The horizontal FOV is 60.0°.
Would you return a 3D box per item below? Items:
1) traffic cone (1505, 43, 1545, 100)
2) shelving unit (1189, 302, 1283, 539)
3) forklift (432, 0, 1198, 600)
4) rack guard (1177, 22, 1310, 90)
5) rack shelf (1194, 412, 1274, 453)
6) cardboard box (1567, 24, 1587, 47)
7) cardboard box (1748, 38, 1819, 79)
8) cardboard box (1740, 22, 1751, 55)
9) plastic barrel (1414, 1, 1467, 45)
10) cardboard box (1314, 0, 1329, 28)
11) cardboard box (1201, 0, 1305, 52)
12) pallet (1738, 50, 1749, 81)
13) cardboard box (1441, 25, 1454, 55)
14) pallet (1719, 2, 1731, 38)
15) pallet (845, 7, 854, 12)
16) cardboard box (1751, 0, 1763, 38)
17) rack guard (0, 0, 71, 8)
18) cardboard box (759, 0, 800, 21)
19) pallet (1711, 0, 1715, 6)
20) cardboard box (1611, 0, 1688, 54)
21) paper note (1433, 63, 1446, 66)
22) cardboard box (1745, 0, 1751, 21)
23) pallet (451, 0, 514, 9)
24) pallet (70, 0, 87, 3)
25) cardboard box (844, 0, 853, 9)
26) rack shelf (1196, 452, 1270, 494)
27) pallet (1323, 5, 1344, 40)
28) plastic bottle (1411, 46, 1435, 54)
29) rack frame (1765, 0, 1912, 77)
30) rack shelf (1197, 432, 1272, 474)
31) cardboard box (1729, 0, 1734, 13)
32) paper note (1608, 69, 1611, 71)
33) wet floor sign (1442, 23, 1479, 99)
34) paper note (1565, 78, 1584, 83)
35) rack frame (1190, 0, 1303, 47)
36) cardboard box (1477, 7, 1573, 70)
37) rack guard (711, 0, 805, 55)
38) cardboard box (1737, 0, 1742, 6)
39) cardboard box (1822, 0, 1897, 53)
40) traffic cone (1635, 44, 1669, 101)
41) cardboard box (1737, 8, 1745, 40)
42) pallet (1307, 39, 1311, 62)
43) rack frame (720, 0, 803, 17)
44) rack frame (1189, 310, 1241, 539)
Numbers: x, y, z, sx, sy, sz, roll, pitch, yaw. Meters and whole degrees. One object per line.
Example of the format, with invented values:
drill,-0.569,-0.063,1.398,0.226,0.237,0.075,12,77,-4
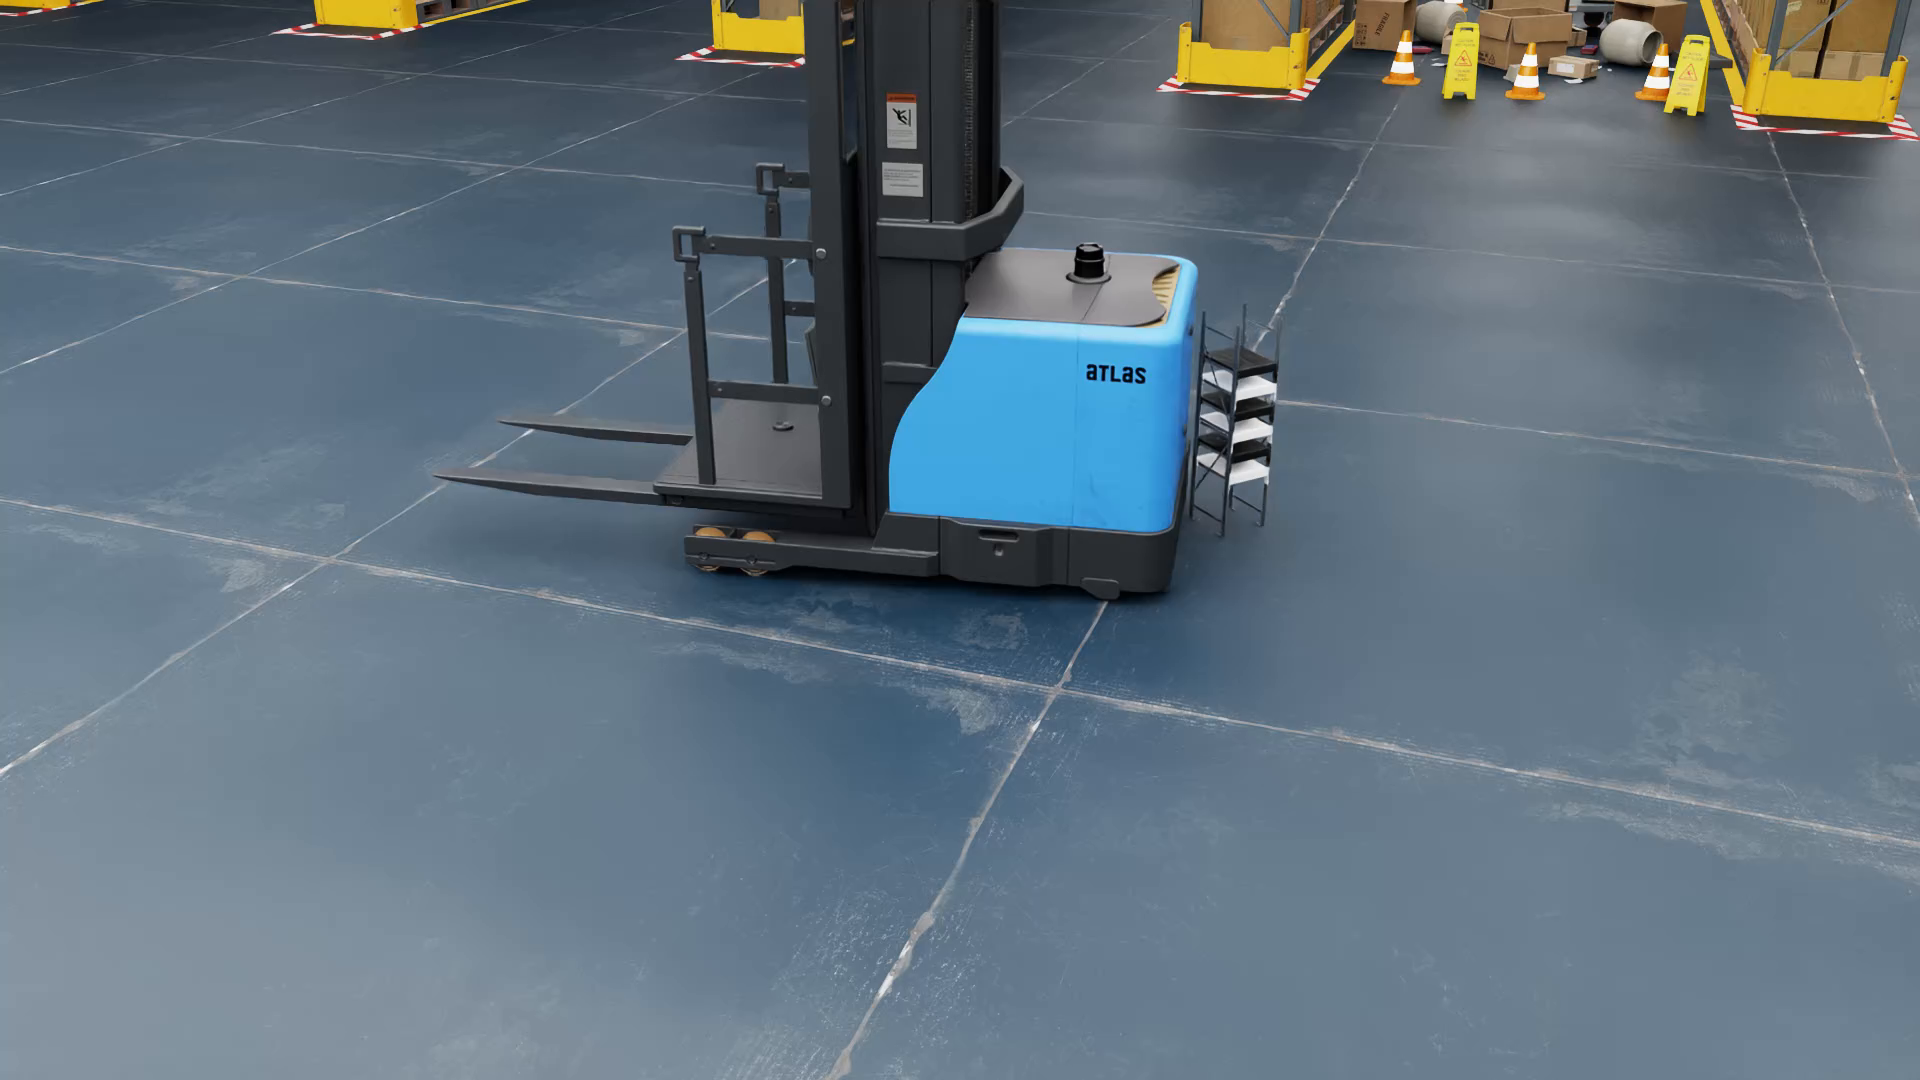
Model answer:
traffic cone,5.113,-4.226,14.947,0.336,0.463,0.334,9,27,17
shelving unit,1.105,-0.478,6.704,0.210,0.900,0.258,-14,29,-26
forklift,-0.612,-1.402,6.282,3.031,2.935,1.130,5,26,10
rack guard,2.637,-4.524,15.520,1.175,0.500,0.348,9,27,17
rack shelf,1.105,-0.448,6.719,0.200,0.077,0.258,-14,29,-26
cardboard box,6.382,-5.372,17.541,0.258,0.266,0.396,-9,27,-18
cardboard box,7.370,-4.315,14.894,0.500,0.250,0.500,9,27,17
cardboard box,7.710,-4.733,15.756,0.500,0.250,0.500,8,27,16
plastic barrel,5.045,-5.455,17.530,0.421,0.421,0.512,-14,29,-27
cardboard box,3.404,-5.916,17.483,0.875,0.875,0.875,9,27,18
cardboard box,2.808,-5.180,15.963,0.875,0.875,0.875,9,27,18
pallet,8.083,-4.587,15.982,1.003,0.211,1.213,9,27,17
cardboard box,5.141,-5.099,16.976,0.396,0.266,0.258,14,29,26
pallet,8.935,-5.692,18.263,1.003,0.211,1.213,9,27,17
pallet,-1.262,-6.024,18.950,1.003,0.211,1.213,9,27,17
cardboard box,7.537,-4.854,15.145,0.500,0.500,0.500,10,28,19
rack guard,-11.347,-6.723,20.062,1.175,0.500,0.348,9,27,17
cardboard box,-1.775,-5.738,17.545,0.500,0.500,0.500,14,29,27
pallet,9.747,-6.694,20.334,1.003,0.211,1.213,9,27,17
cardboard box,7.038,-5.260,17.036,0.500,0.500,0.500,-14,29,-27
paper note,4.754,-4.703,16.430,0.144,0.017,0.142,20,32,35
cardboard box,7.885,-5.278,16.021,0.500,0.500,0.500,10,28,20
pallet,-6.006,-6.754,20.457,1.003,0.211,1.213,9,27,17
pallet,-11.124,-6.923,20.807,1.003,0.211,1.213,9,27,17
cardboard box,-1.382,-6.243,18.589,0.500,0.500,0.500,11,28,22
rack shelf,1.105,-0.286,6.797,0.200,0.077,0.258,-14,29,-26
pallet,3.649,-5.747,18.377,1.003,0.211,1.213,9,27,17
plastic bottle,4.719,-5.034,17.077,0.283,0.061,0.133,0,26,-1
rack frame,7.346,-4.983,13.599,1.000,3.000,0.127,9,27,17
rack shelf,1.105,-0.367,6.758,0.200,0.077,0.258,-14,29,-26
cardboard box,8.850,-5.849,17.921,0.950,0.372,0.625,9,27,18
paper note,6.328,-4.579,16.197,0.032,0.001,0.123,9,27,17
wet floor sign,4.502,-4.300,14.891,0.267,0.644,0.232,4,26,8
paper note,5.784,-4.323,15.644,0.148,0.019,0.142,0,26,-1
rack frame,2.645,-5.659,14.996,1.000,3.000,0.127,9,27,17
cardboard box,5.543,-4.948,16.392,0.797,0.503,0.637,-9,27,-18
rack guard,-1.974,-5.326,17.176,1.175,0.500,0.348,9,27,17
cardboard box,8.226,-5.712,16.918,0.500,0.500,0.500,10,28,20
cardboard box,7.883,-4.573,14.565,0.500,0.500,0.500,8,27,16
traffic cone,6.273,-4.205,14.903,0.336,0.463,0.334,9,27,17
cardboard box,8.059,-5.154,16.625,0.500,0.250,0.500,10,28,20
pallet,2.837,-4.744,16.306,1.003,0.211,1.213,9,27,17
rack frame,-1.999,-6.420,16.567,1.000,3.000,0.127,9,27,17
rack frame,1.016,-0.456,6.660,0.006,0.900,0.240,-14,29,-26
